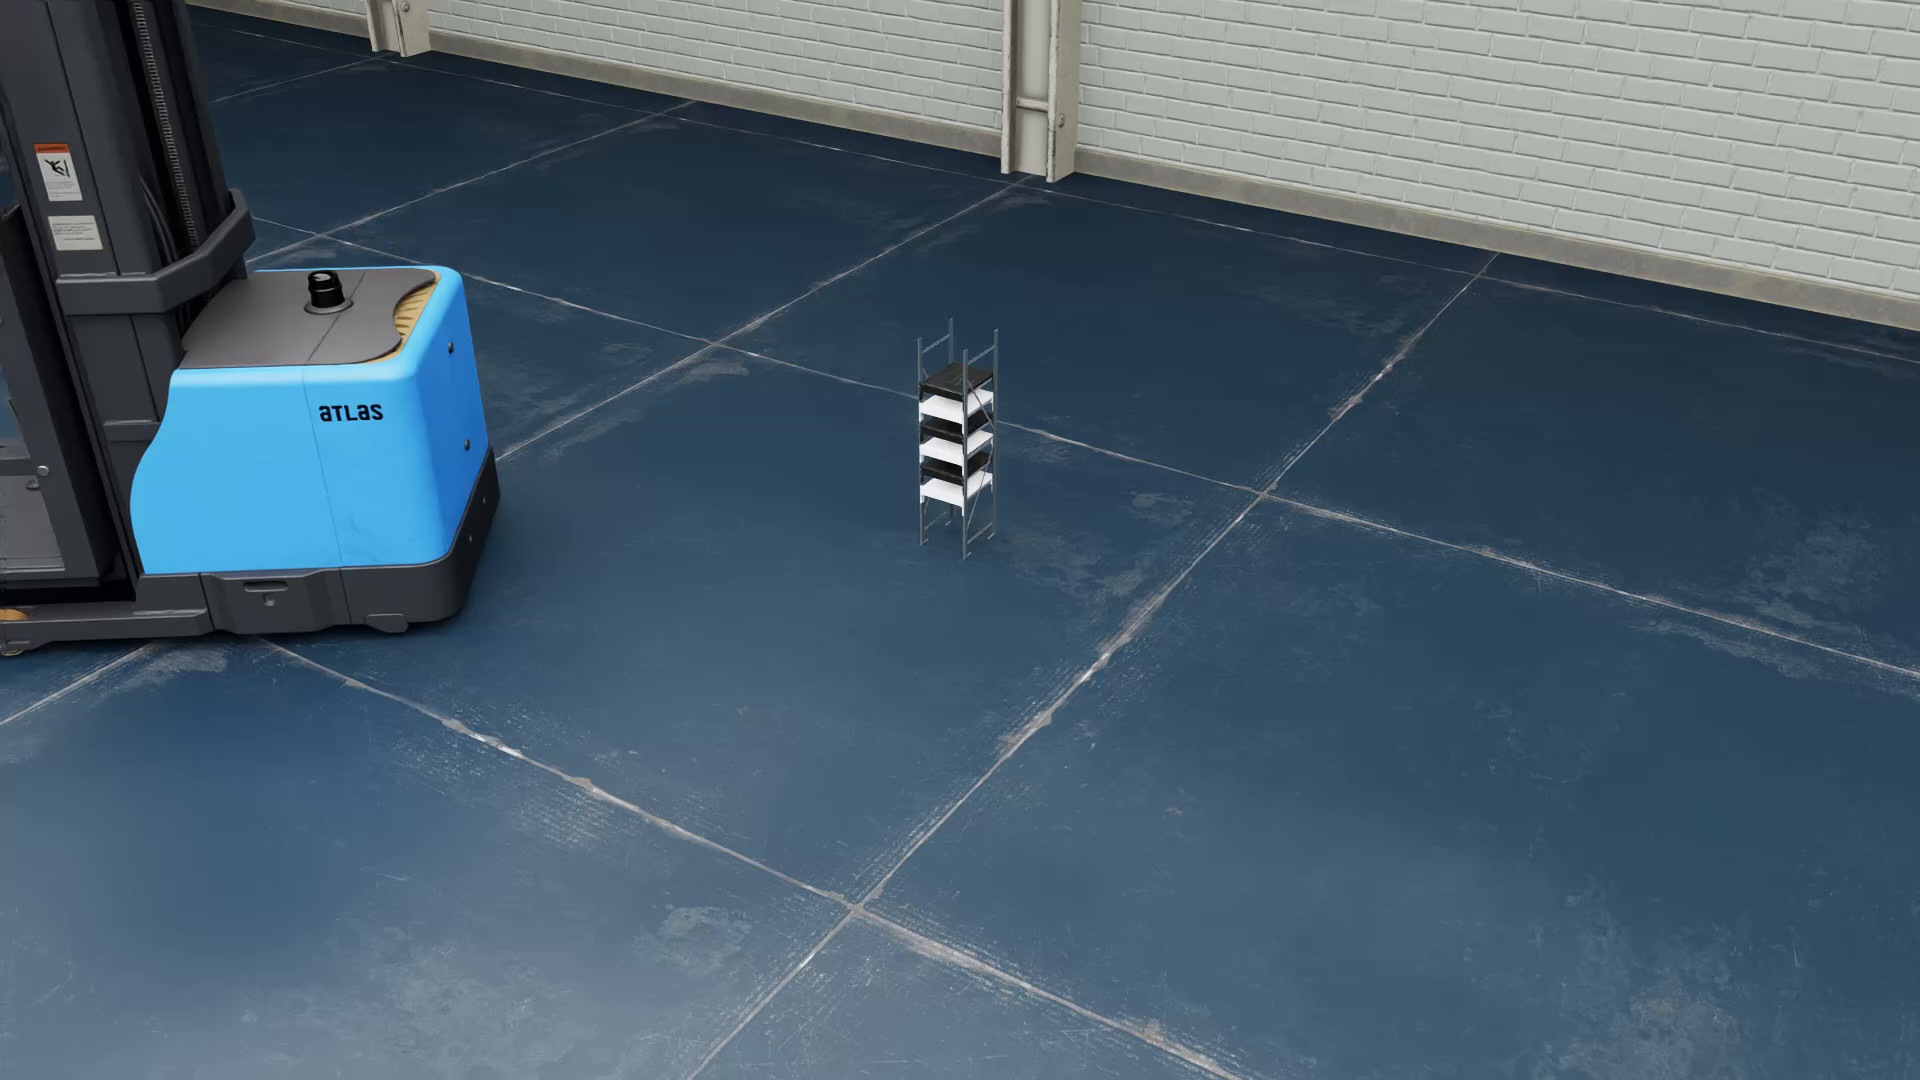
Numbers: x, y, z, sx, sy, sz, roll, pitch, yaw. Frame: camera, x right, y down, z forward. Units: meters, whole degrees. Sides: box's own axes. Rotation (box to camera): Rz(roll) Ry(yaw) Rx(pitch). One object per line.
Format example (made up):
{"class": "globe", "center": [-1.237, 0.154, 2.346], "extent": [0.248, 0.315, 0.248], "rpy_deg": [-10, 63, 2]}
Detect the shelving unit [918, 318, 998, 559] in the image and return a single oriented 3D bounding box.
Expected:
{"class": "shelving unit", "center": [-0.007, -0.391, 6.527], "extent": [0.210, 0.900, 0.258], "rpy_deg": [18, 35, 27]}

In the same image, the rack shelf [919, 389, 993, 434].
{"class": "rack shelf", "center": [-0.007, -0.518, 6.453], "extent": [0.200, 0.077, 0.258], "rpy_deg": [18, 35, 27]}

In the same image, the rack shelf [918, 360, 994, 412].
{"class": "rack shelf", "center": [-0.007, -0.595, 6.408], "extent": [0.200, 0.077, 0.258], "rpy_deg": [18, 35, 27]}

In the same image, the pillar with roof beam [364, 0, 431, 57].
{"class": "pillar with roof beam", "center": [-6.858, -6.071, 8.227], "extent": [0.400, 9.000, 9.100], "rpy_deg": [18, 35, 27]}

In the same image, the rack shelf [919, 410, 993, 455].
{"class": "rack shelf", "center": [-0.007, -0.440, 6.498], "extent": [0.200, 0.077, 0.258], "rpy_deg": [18, 35, 27]}

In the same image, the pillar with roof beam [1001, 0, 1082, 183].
{"class": "pillar with roof beam", "center": [-1.776, -4.464, 5.472], "extent": [0.400, 9.000, 9.100], "rpy_deg": [18, 35, 27]}

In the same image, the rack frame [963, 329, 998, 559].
{"class": "rack frame", "center": [0.079, -0.364, 6.480], "extent": [0.006, 0.900, 0.240], "rpy_deg": [18, 35, 27]}

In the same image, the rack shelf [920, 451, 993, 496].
{"class": "rack shelf", "center": [-0.007, -0.284, 6.589], "extent": [0.200, 0.077, 0.258], "rpy_deg": [18, 35, 27]}

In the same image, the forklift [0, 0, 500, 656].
{"class": "forklift", "center": [-3.392, -1.116, 5.754], "extent": [3.031, 2.935, 1.130], "rpy_deg": [-2, 30, -4]}

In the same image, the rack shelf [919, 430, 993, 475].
{"class": "rack shelf", "center": [-0.007, -0.362, 6.544], "extent": [0.200, 0.077, 0.258], "rpy_deg": [18, 35, 27]}

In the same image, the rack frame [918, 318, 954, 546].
{"class": "rack frame", "center": [-0.093, -0.418, 6.574], "extent": [0.006, 0.900, 0.240], "rpy_deg": [18, 35, 27]}

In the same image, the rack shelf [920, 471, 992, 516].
{"class": "rack shelf", "center": [-0.007, -0.207, 6.634], "extent": [0.200, 0.077, 0.258], "rpy_deg": [18, 35, 27]}
